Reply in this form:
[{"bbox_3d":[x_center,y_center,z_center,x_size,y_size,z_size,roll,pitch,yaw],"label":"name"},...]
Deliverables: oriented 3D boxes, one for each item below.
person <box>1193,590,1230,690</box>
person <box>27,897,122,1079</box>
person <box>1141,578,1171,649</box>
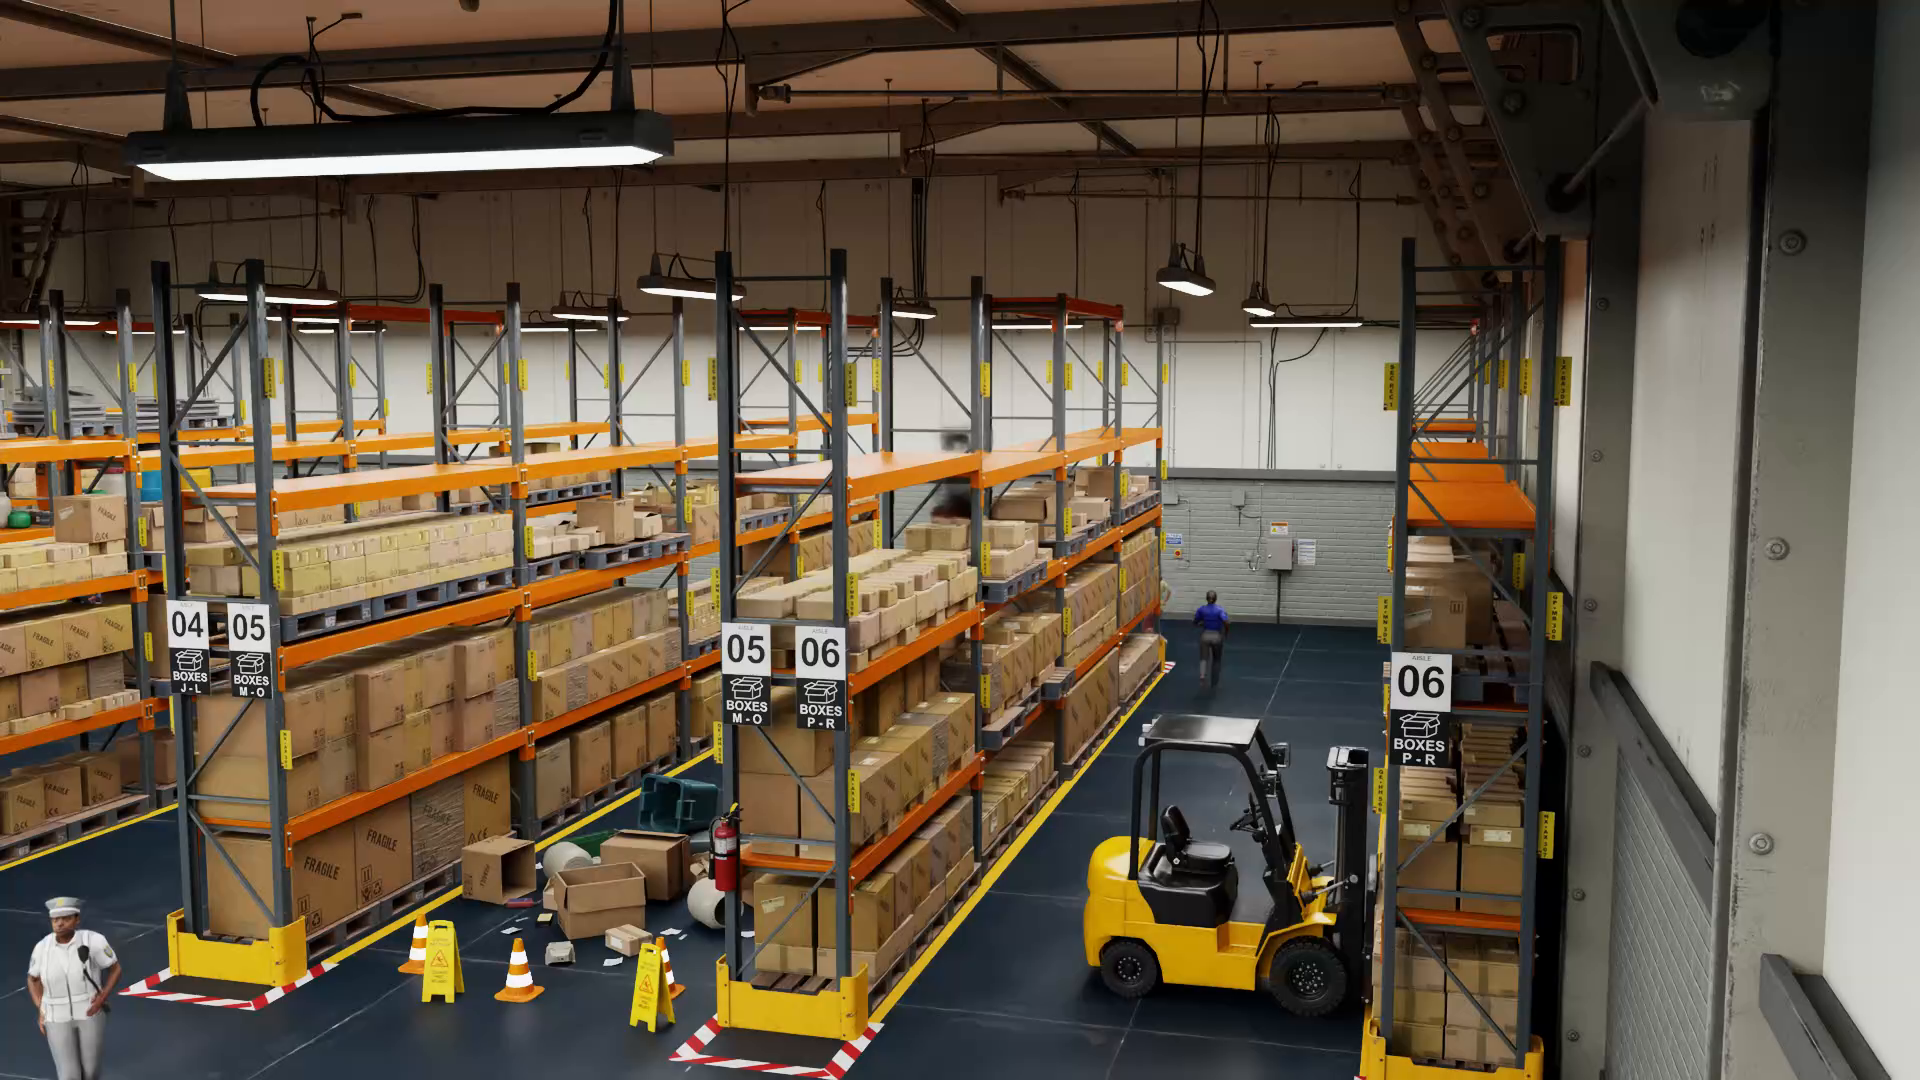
[{"bbox_3d":[3.955,1.588,26.156,0.588,1.625,0.830,2,6,16],"label":"person"},{"bbox_3d":[-5.908,3.175,11.113,0.576,1.692,0.673,-2,7,-22],"label":"person"},{"bbox_3d":[3.418,1.261,29.420,0.633,1.635,0.604,-5,8,-37],"label":"person"}]
